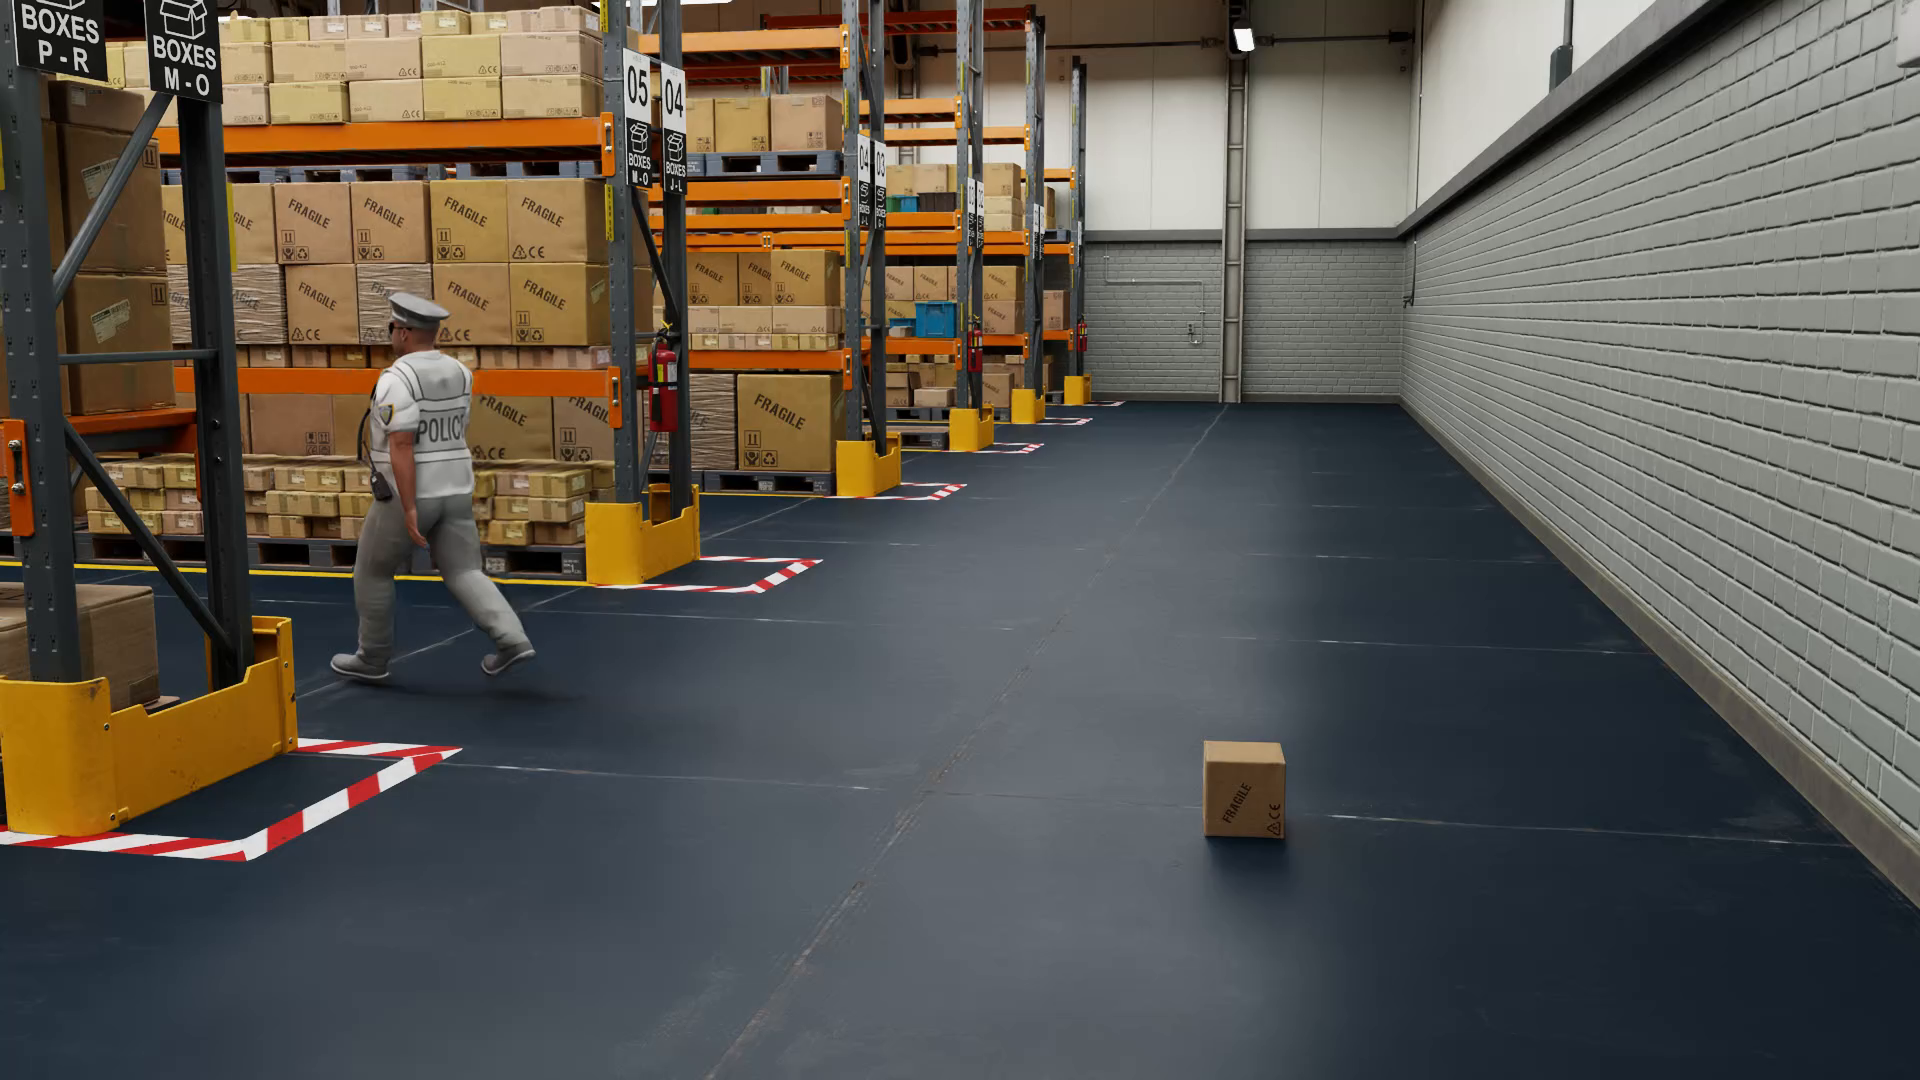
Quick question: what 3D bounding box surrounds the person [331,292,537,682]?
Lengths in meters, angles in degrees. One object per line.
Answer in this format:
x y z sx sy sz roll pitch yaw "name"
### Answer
-2.351 -0.219 7.291 1.049 1.719 0.530 5 9 32 "person"
